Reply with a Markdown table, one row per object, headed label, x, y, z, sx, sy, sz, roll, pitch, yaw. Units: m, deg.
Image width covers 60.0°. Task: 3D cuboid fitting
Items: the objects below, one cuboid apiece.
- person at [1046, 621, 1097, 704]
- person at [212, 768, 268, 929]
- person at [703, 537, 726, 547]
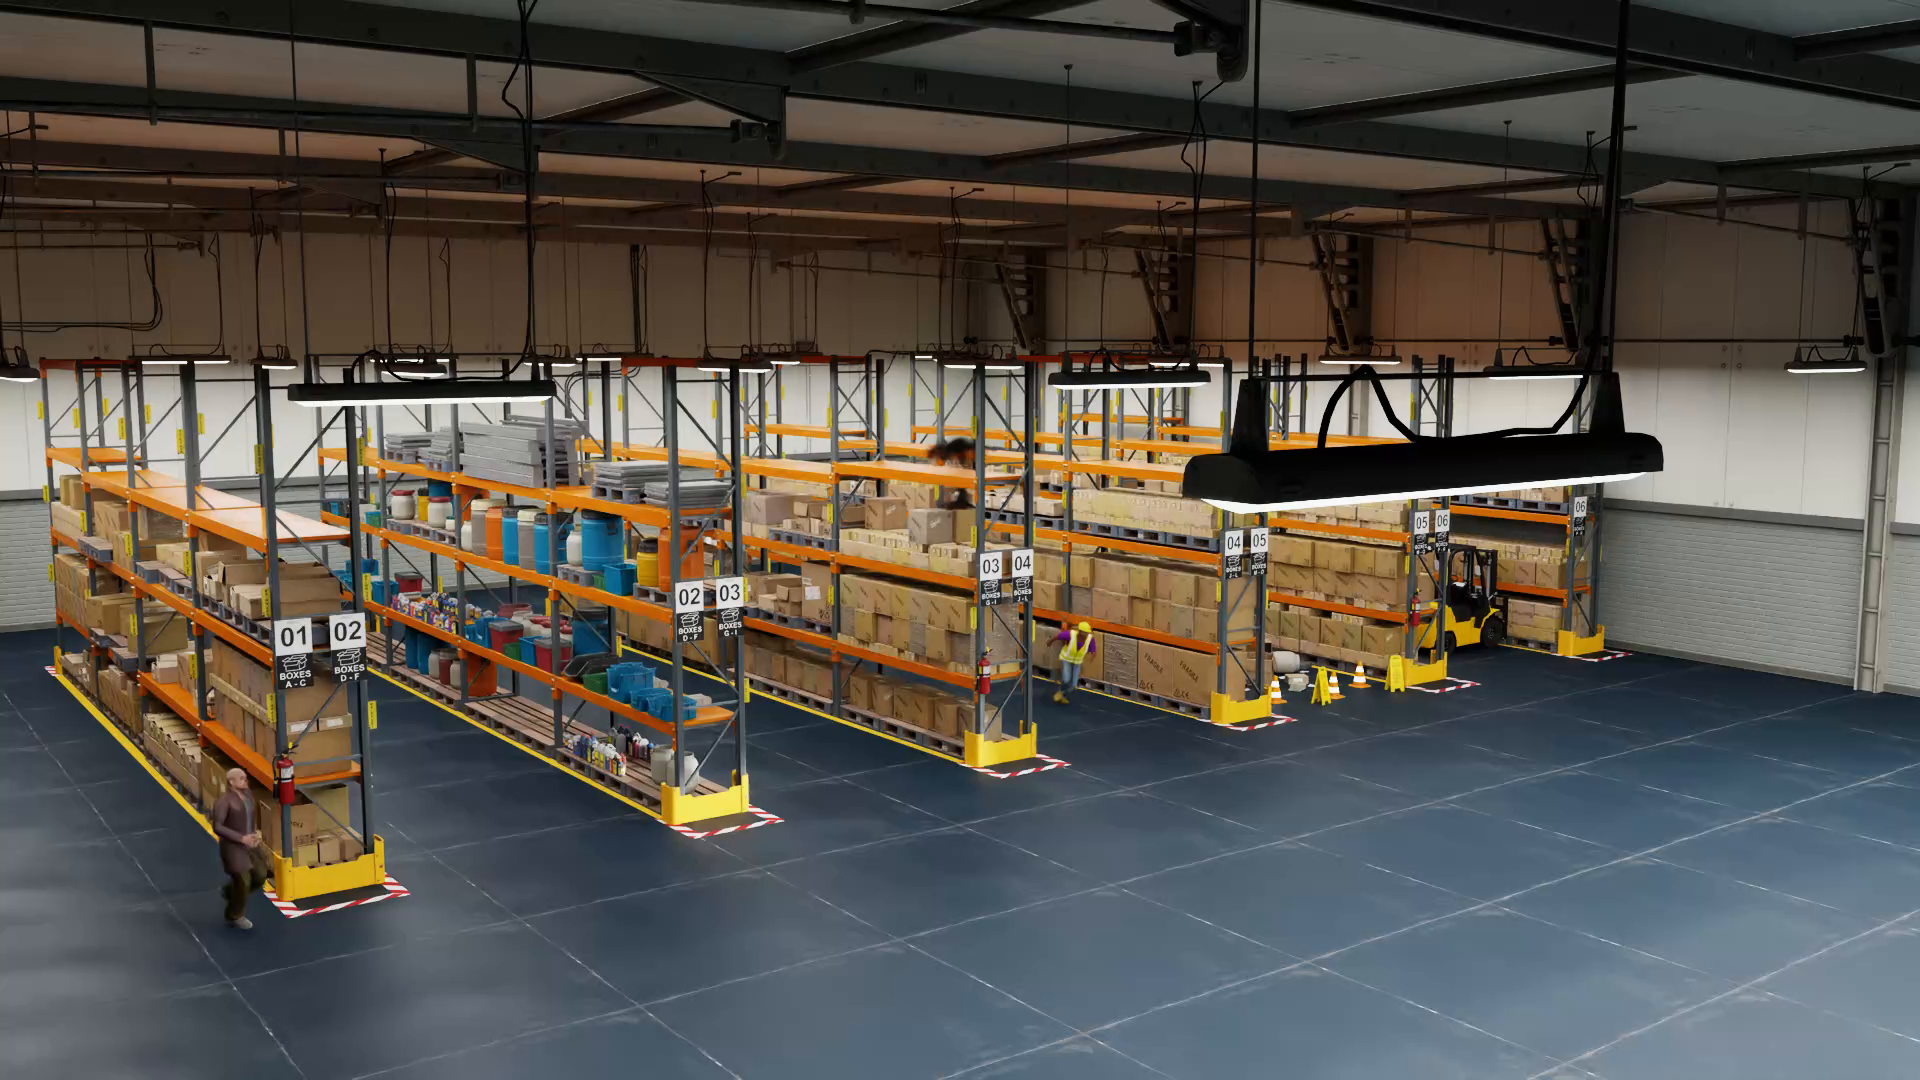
| label | x | y | z | sx | sy | sz | roll | pitch | yaw |
| --- | --- | --- | --- | --- | --- | --- | --- | --- | --- |
| person | 1.965 | 2.118 | 28.713 | 0.738 | 1.526 | 0.985 | -2 | 7 | -15 |
| person | -7.805 | 3.329 | 18.018 | 0.666 | 1.749 | 0.753 | 2 | 7 | 14 |
| person | -6.088 | 0.521 | 41.031 | 0.665 | 1.752 | 0.667 | 0 | 7 | -4 |
